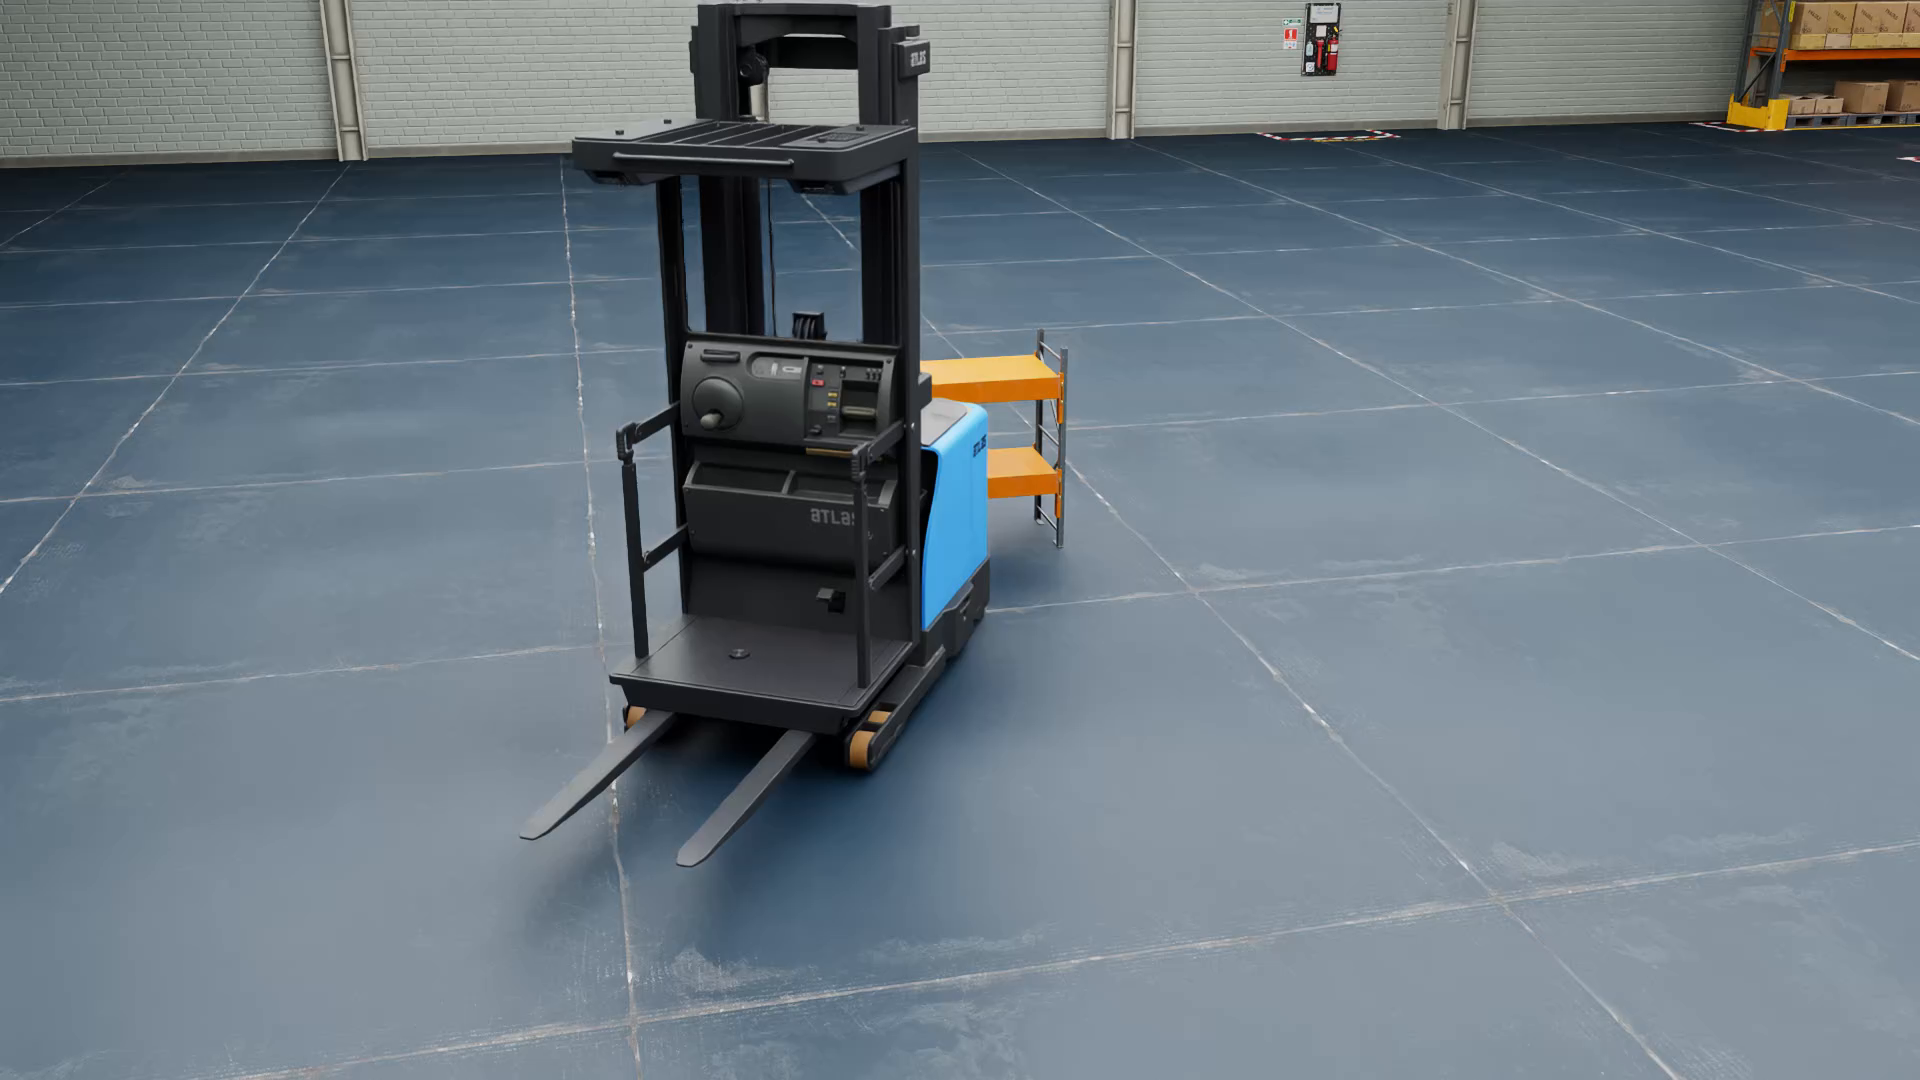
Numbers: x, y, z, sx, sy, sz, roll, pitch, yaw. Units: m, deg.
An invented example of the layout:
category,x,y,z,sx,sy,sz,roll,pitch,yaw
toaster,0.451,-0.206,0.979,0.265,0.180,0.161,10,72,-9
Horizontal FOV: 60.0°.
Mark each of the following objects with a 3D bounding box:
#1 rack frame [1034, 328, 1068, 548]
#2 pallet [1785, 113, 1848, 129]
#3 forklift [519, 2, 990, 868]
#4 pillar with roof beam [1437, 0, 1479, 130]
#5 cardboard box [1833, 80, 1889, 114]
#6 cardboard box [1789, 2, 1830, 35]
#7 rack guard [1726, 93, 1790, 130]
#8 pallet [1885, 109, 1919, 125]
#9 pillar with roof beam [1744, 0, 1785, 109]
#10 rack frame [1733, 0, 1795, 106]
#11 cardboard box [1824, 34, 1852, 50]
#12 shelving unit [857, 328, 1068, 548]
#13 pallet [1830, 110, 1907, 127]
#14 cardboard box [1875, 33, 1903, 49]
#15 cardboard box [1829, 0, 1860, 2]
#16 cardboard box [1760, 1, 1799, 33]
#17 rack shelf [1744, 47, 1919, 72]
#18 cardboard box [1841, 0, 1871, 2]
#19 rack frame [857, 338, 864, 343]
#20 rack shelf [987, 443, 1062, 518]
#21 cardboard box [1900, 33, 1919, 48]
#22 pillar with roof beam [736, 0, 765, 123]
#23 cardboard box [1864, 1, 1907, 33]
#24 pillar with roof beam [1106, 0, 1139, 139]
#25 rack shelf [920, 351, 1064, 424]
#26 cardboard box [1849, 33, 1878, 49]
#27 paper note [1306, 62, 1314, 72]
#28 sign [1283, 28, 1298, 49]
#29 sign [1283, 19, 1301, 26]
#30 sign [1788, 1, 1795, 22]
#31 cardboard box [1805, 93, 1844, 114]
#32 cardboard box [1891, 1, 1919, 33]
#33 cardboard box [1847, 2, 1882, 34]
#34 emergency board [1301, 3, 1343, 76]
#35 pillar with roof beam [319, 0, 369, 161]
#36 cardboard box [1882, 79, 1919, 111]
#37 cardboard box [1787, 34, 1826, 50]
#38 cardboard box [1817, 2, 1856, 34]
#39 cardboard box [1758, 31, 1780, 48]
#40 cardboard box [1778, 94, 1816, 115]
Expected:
category,x,y,z,sx,sy,sz,roll,pitch,yaw
rack frame,0.501,-0.569,9.232,0.032,1.125,0.500,-5,21,-12
pallet,14.703,-7.392,29.187,1.213,0.211,1.003,-5,21,-12
forklift,-0.778,-0.590,6.665,1.130,2.935,3.031,6,21,16
pillar with roof beam,9.464,-9.889,23.227,0.400,9.000,9.100,-5,21,-12
cardboard box,15.804,-7.787,29.205,0.500,0.500,0.700,-6,21,-16
cardboard box,14.364,-8.871,28.270,0.500,0.500,0.500,-5,21,-12
rack guard,13.904,-7.475,28.994,0.348,0.500,1.175,-5,21,-12
pallet,17.077,-7.585,29.714,1.213,0.211,1.003,-5,21,-12
pillar with roof beam,15.303,-10.364,24.524,0.400,9.000,9.100,-5,21,-12
rack frame,13.830,-8.643,28.548,0.127,3.000,1.000,-5,21,-12
cardboard box,14.880,-8.560,28.511,0.500,0.250,0.500,-5,21,-14
shelving unit,0.007,-0.529,9.123,1.048,1.125,0.538,-5,21,-12
pallet,15.888,-7.487,29.447,1.213,0.211,1.003,-5,21,-12
cardboard box,15.870,-8.638,28.722,0.500,0.250,0.500,-4,21,-12
cardboard box,15.234,-9.121,28.953,0.500,0.500,0.500,-5,21,-14
cardboard box,14.240,-9.042,28.737,0.500,0.500,0.500,-5,21,-13
rack shelf,15.777,-8.463,29.104,4.000,0.370,1.077,-5,21,-12
cardboard box,15.724,-9.161,29.061,0.500,0.500,0.500,-4,21,-12
rack frame,-0.488,-0.488,9.013,0.032,1.125,0.500,-5,21,-12
rack shelf,0.007,-0.299,9.207,1.000,0.278,0.538,-5,21,-12
cardboard box,16.359,-8.678,28.832,0.500,0.250,0.500,-5,21,-13
pillar with roof beam,-2.214,-8.939,20.634,0.400,9.000,9.100,-5,21,-12
cardboard box,15.851,-8.990,28.596,0.500,0.500,0.500,-4,20,-11
pillar with roof beam,3.625,-9.414,21.931,0.400,9.000,9.100,-5,21,-12
rack shelf,0.007,-0.804,9.022,1.000,0.278,0.538,-5,21,-12
cardboard box,15.377,-8.598,28.615,0.500,0.250,0.500,-5,21,-13
paper note,5.872,-7.925,27.870,0.142,0.148,0.016,-5,21,-12
sign,5.498,-8.338,27.662,0.234,0.329,0.001,-5,21,-12
sign,5.504,-8.584,27.564,0.331,0.109,0.001,-5,21,-12
sign,13.955,-8.868,27.903,0.005,0.325,0.100,-5,21,-12
cardboard box,15.079,-7.657,29.125,0.500,0.311,0.500,-3,20,-8
cardboard box,16.357,-9.032,28.709,0.500,0.500,0.500,-5,21,-14
cardboard box,15.352,-8.946,28.473,0.500,0.500,0.500,-5,21,-14
emergency board,6.060,-8.330,27.694,0.643,1.169,0.194,-5,21,-12
pillar with roof beam,-8.053,-8.464,19.338,0.400,9.000,9.100,-5,21,-12
cardboard box,16.722,-7.897,29.505,0.500,0.500,0.500,-6,21,-17
cardboard box,14.378,-8.514,28.385,0.500,0.250,0.500,-5,21,-14
cardboard box,14.847,-8.907,28.367,0.500,0.500,0.500,-5,21,-12
cardboard box,14.241,-8.684,28.848,0.500,0.250,0.500,-4,21,-12
cardboard box,14.524,-7.611,29.002,0.500,0.311,0.500,-7,21,-19
